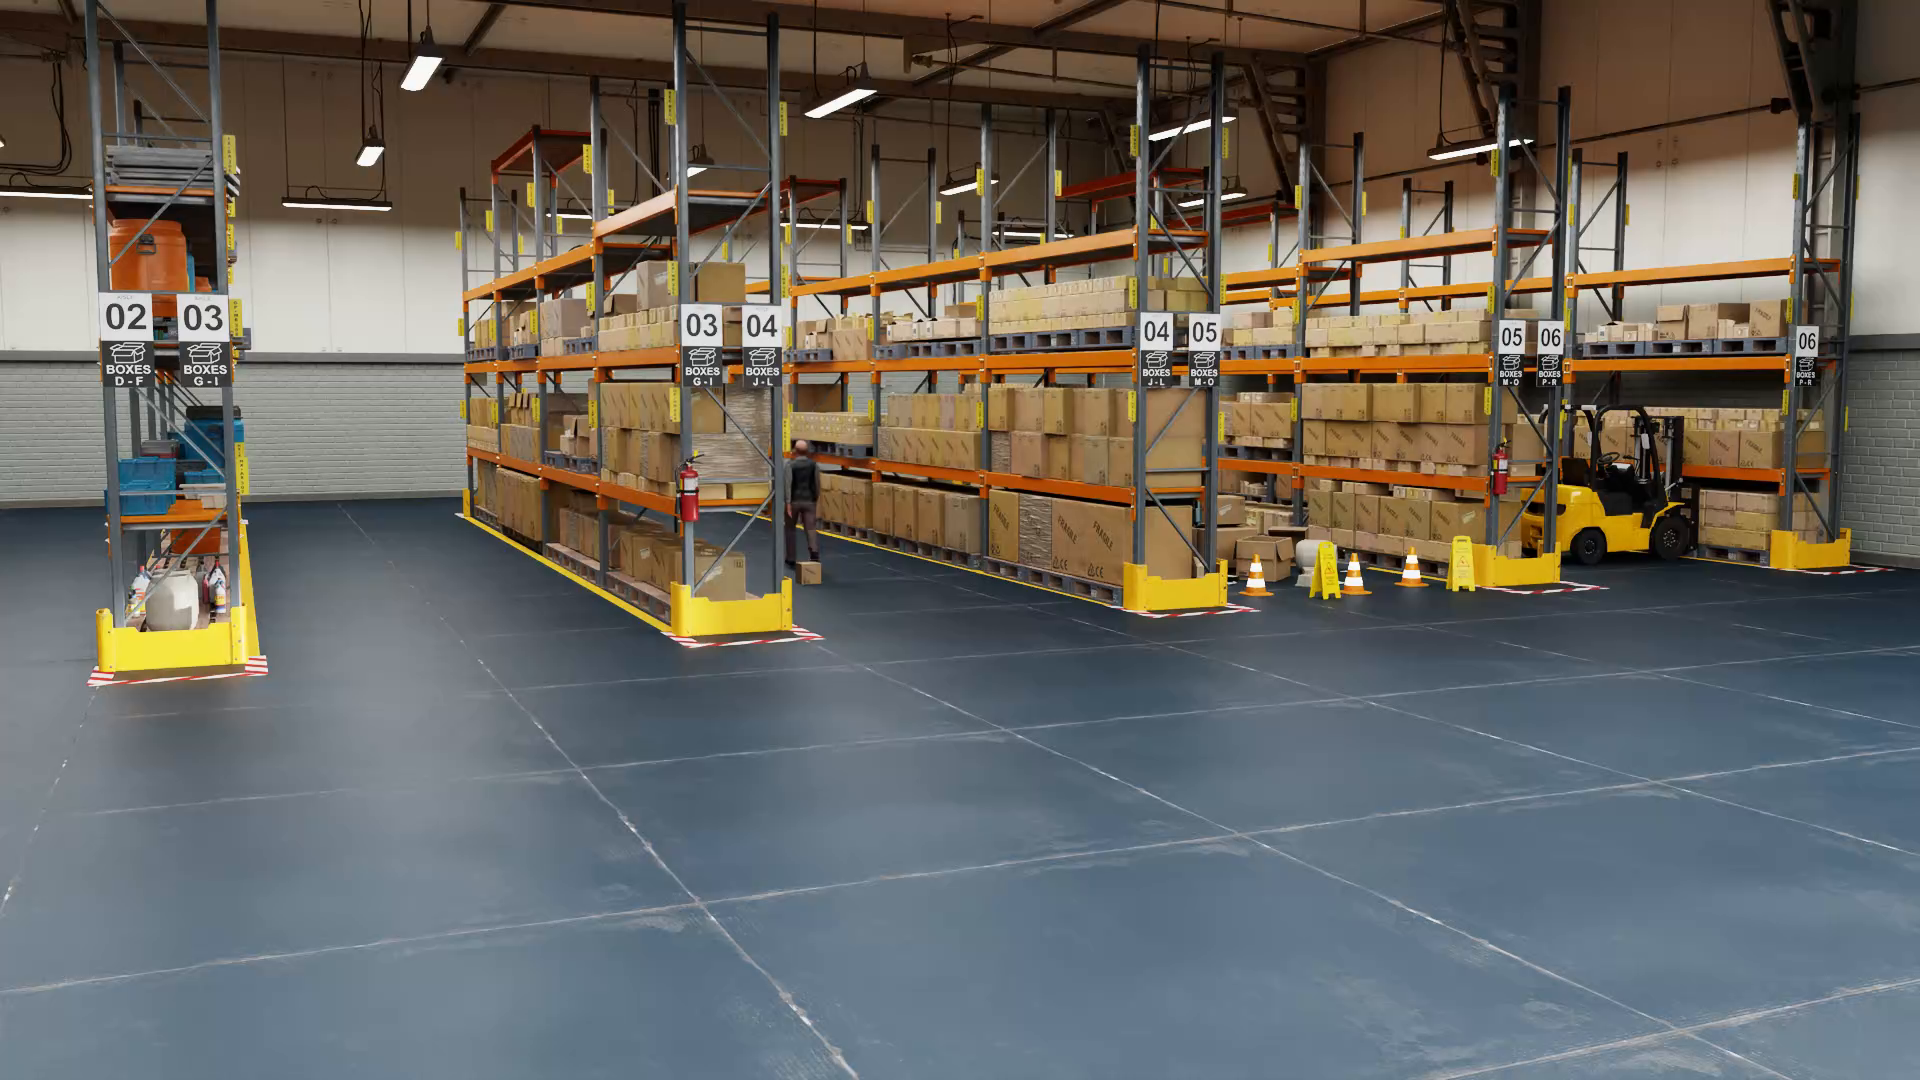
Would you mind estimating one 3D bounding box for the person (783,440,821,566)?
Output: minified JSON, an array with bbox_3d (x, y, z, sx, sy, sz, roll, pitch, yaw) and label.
[{"bbox_3d":[-2.101,-0.481,22.021,0.533,1.684,0.942,-2,6,-17],"label":"person"}]
